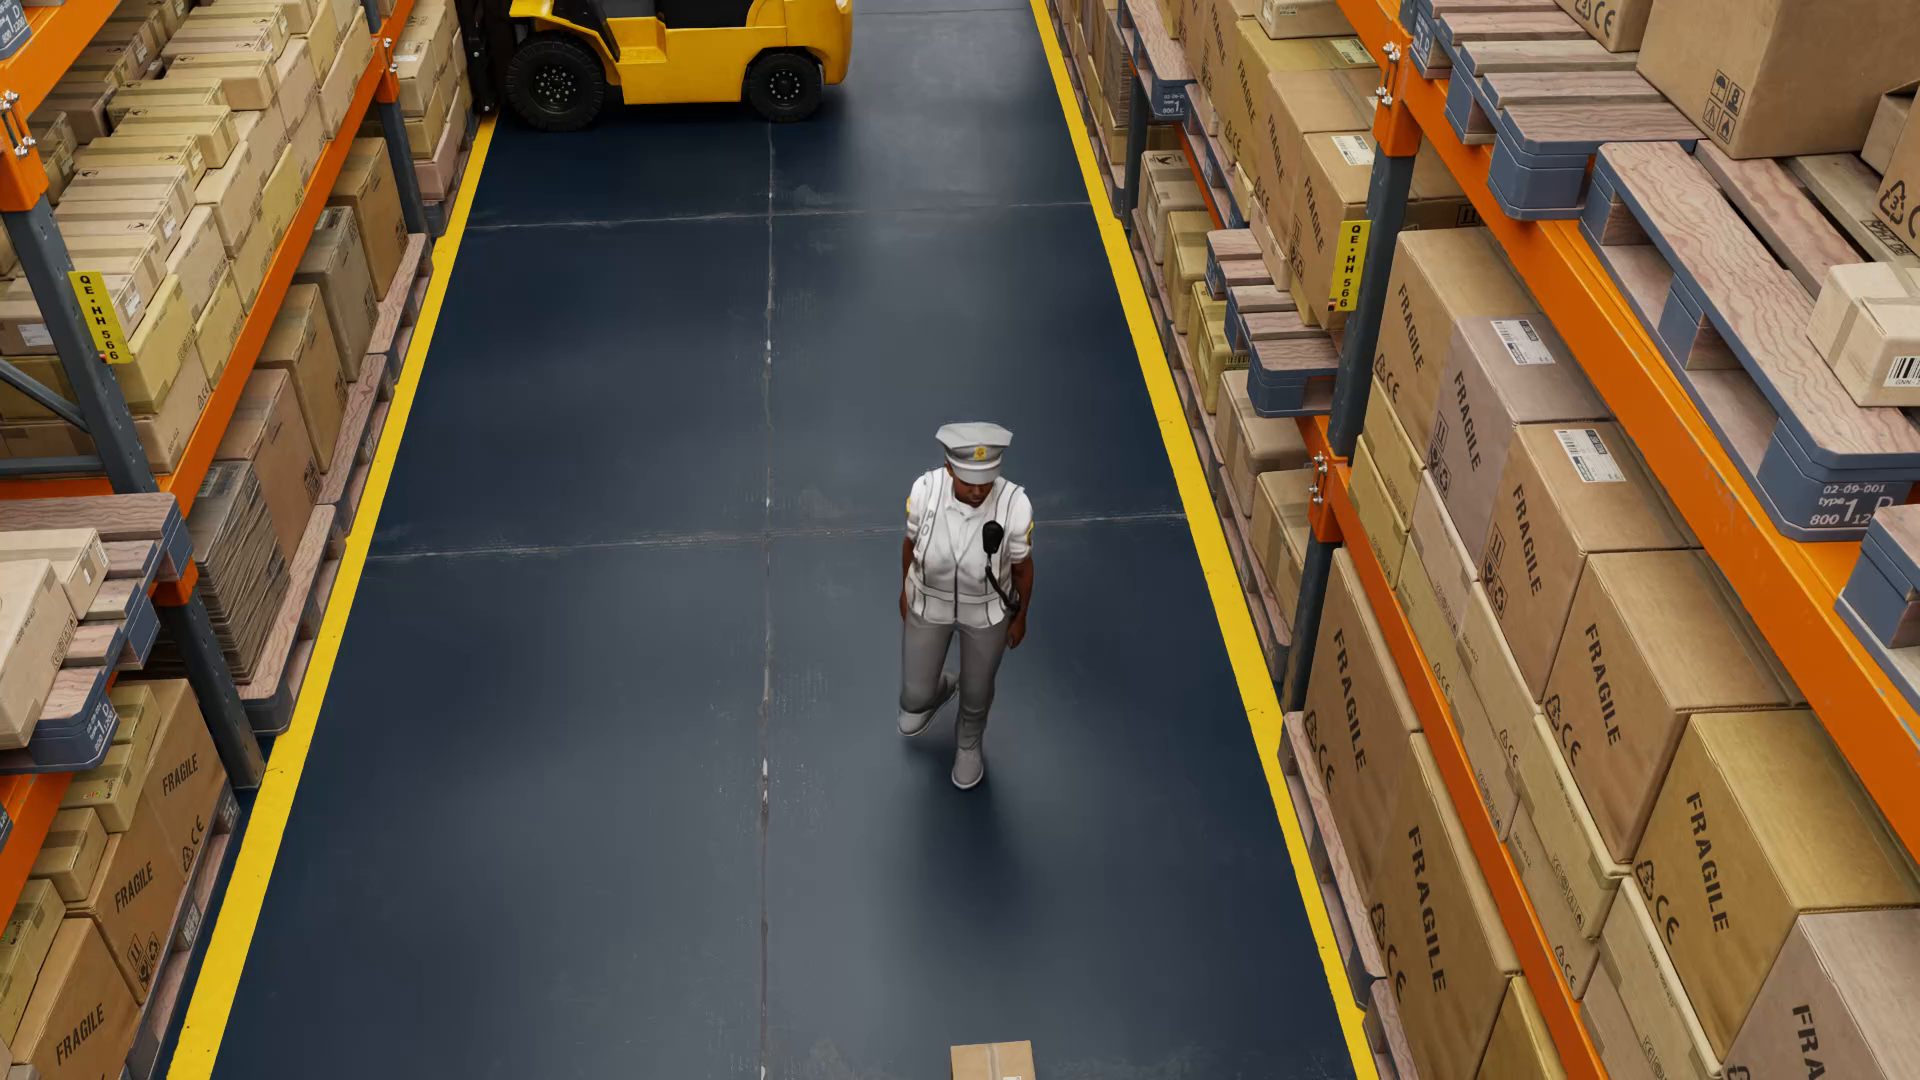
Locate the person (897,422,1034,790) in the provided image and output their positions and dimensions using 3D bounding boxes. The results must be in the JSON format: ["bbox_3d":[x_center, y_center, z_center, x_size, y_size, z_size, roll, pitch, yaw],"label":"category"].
[{"bbox_3d":[0.003,0.210,5.875,0.516,1.669,0.493,5,40,6],"label":"person"}]
